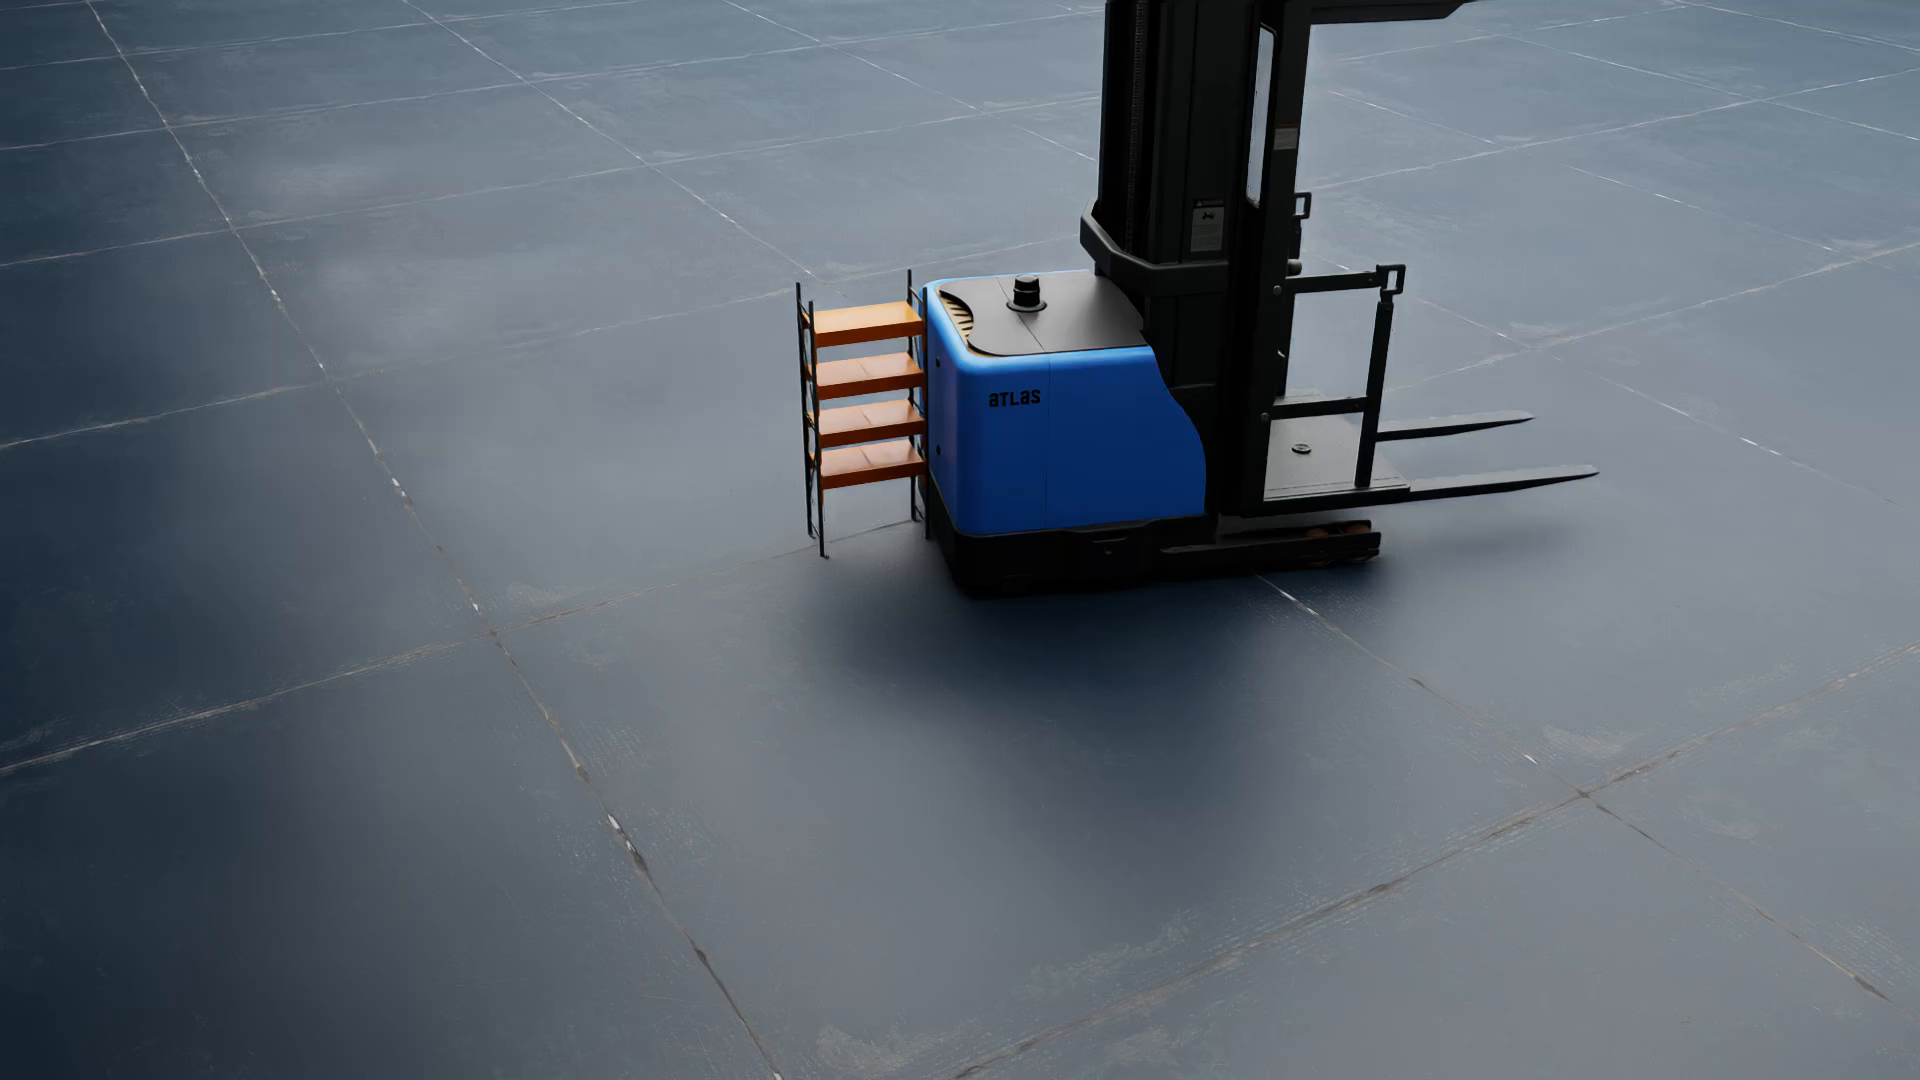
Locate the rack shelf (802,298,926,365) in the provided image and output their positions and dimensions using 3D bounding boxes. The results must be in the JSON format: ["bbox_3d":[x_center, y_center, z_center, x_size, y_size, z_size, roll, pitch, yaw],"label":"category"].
[{"bbox_3d":[-0.412,-0.884,7.034,0.480,0.148,0.258,-9,30,-16],"label":"rack shelf"}]

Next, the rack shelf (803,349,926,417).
[{"bbox_3d":[-0.412,-0.677,7.148,0.480,0.148,0.258,-9,30,-16],"label":"rack shelf"}]

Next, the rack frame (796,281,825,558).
[{"bbox_3d":[-0.643,-0.502,7.156,0.015,1.200,0.240,-9,30,-16],"label":"rack frame"}]

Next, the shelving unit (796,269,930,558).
[{"bbox_3d":[-0.412,-0.540,7.224,0.503,1.200,0.258,-9,30,-16],"label":"shelving unit"}]

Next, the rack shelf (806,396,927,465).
[{"bbox_3d":[-0.412,-0.481,7.256,0.480,0.148,0.258,-9,30,-16],"label":"rack shelf"}]

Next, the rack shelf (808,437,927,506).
[{"bbox_3d":[-0.412,-0.307,7.352,0.480,0.148,0.258,-9,30,-16],"label":"rack shelf"}]

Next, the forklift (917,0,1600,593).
[{"bbox_3d":[1.373,-1.408,7.006,3.031,2.935,1.130,-6,29,-10],"label":"forklift"}]

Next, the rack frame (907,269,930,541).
[{"bbox_3d":[-0.181,-0.577,7.292,0.015,1.200,0.240,-9,30,-16],"label":"rack frame"}]
